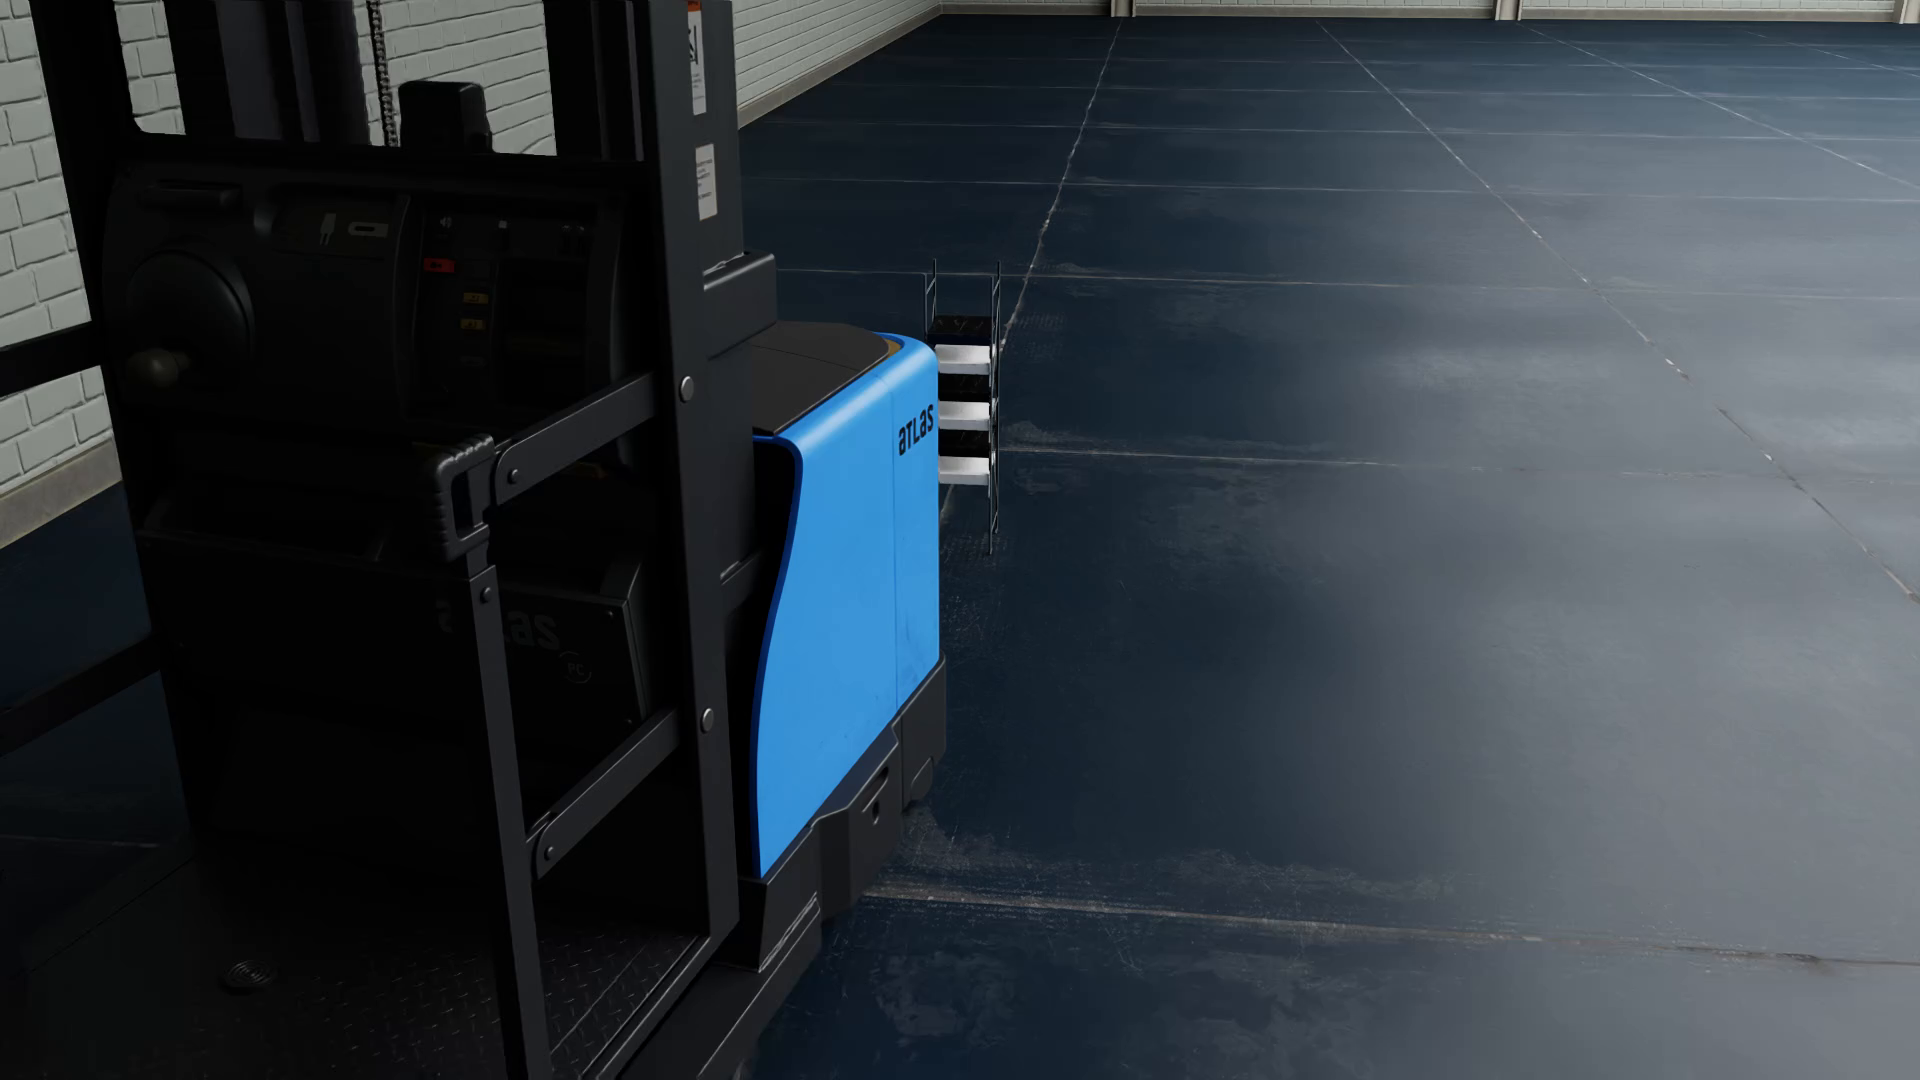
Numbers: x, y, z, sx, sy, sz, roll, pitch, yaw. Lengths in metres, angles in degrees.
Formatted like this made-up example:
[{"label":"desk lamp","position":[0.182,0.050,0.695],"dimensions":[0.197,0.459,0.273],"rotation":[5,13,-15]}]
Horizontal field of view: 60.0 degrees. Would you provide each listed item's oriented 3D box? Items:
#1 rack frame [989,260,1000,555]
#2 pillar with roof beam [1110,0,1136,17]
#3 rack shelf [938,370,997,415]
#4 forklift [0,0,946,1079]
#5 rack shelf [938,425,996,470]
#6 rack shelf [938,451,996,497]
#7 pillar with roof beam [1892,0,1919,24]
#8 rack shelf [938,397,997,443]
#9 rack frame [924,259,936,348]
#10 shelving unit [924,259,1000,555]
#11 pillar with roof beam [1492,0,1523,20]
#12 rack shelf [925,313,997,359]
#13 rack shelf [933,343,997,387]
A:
[{"label":"rack frame","position":[0.109,-0.414,5.262],"dimensions":[0.006,0.900,0.240],"rotation":[2,22,6]},{"label":"pillar with roof beam","position":[2.124,-11.062,21.179],"dimensions":[0.400,9.000,9.100],"rotation":[2,22,6]},{"label":"rack shelf","position":[0.008,-0.471,5.253],"dimensions":[0.200,0.077,0.258],"rotation":[2,22,6]},{"label":"forklift","position":[-0.993,-0.359,2.362],"dimensions":[1.130,2.935,3.031],"rotation":[7,23,18]},{"label":"rack shelf","position":[0.008,-0.303,5.319],"dimensions":[0.200,0.077,0.258],"rotation":[2,22,6]},{"label":"rack shelf","position":[0.008,-0.220,5.352],"dimensions":[0.200,0.077,0.258],"rotation":[2,22,6]},{"label":"pillar with roof beam","position":[14.041,-10.542,19.866],"dimensions":[0.400,9.000,9.100],"rotation":[2,22,6]},{"label":"rack shelf","position":[0.008,-0.387,5.286],"dimensions":[0.200,0.077,0.258],"rotation":[2,22,6]},{"label":"rack frame","position":[-0.093,-0.423,5.285],"dimensions":[0.006,0.900,0.240],"rotation":[2,22,6]},{"label":"shelving unit","position":[0.008,-0.418,5.273],"dimensions":[0.210,0.900,0.258],"rotation":[2,22,6]},{"label":"pillar with roof beam","position":[8.083,-10.802,20.523],"dimensions":[0.400,9.000,9.100],"rotation":[2,22,6]},{"label":"rack shelf","position":[0.008,-0.638,5.186],"dimensions":[0.200,0.077,0.258],"rotation":[2,22,6]},{"label":"rack shelf","position":[0.008,-0.555,5.220],"dimensions":[0.200,0.077,0.258],"rotation":[2,22,6]}]
